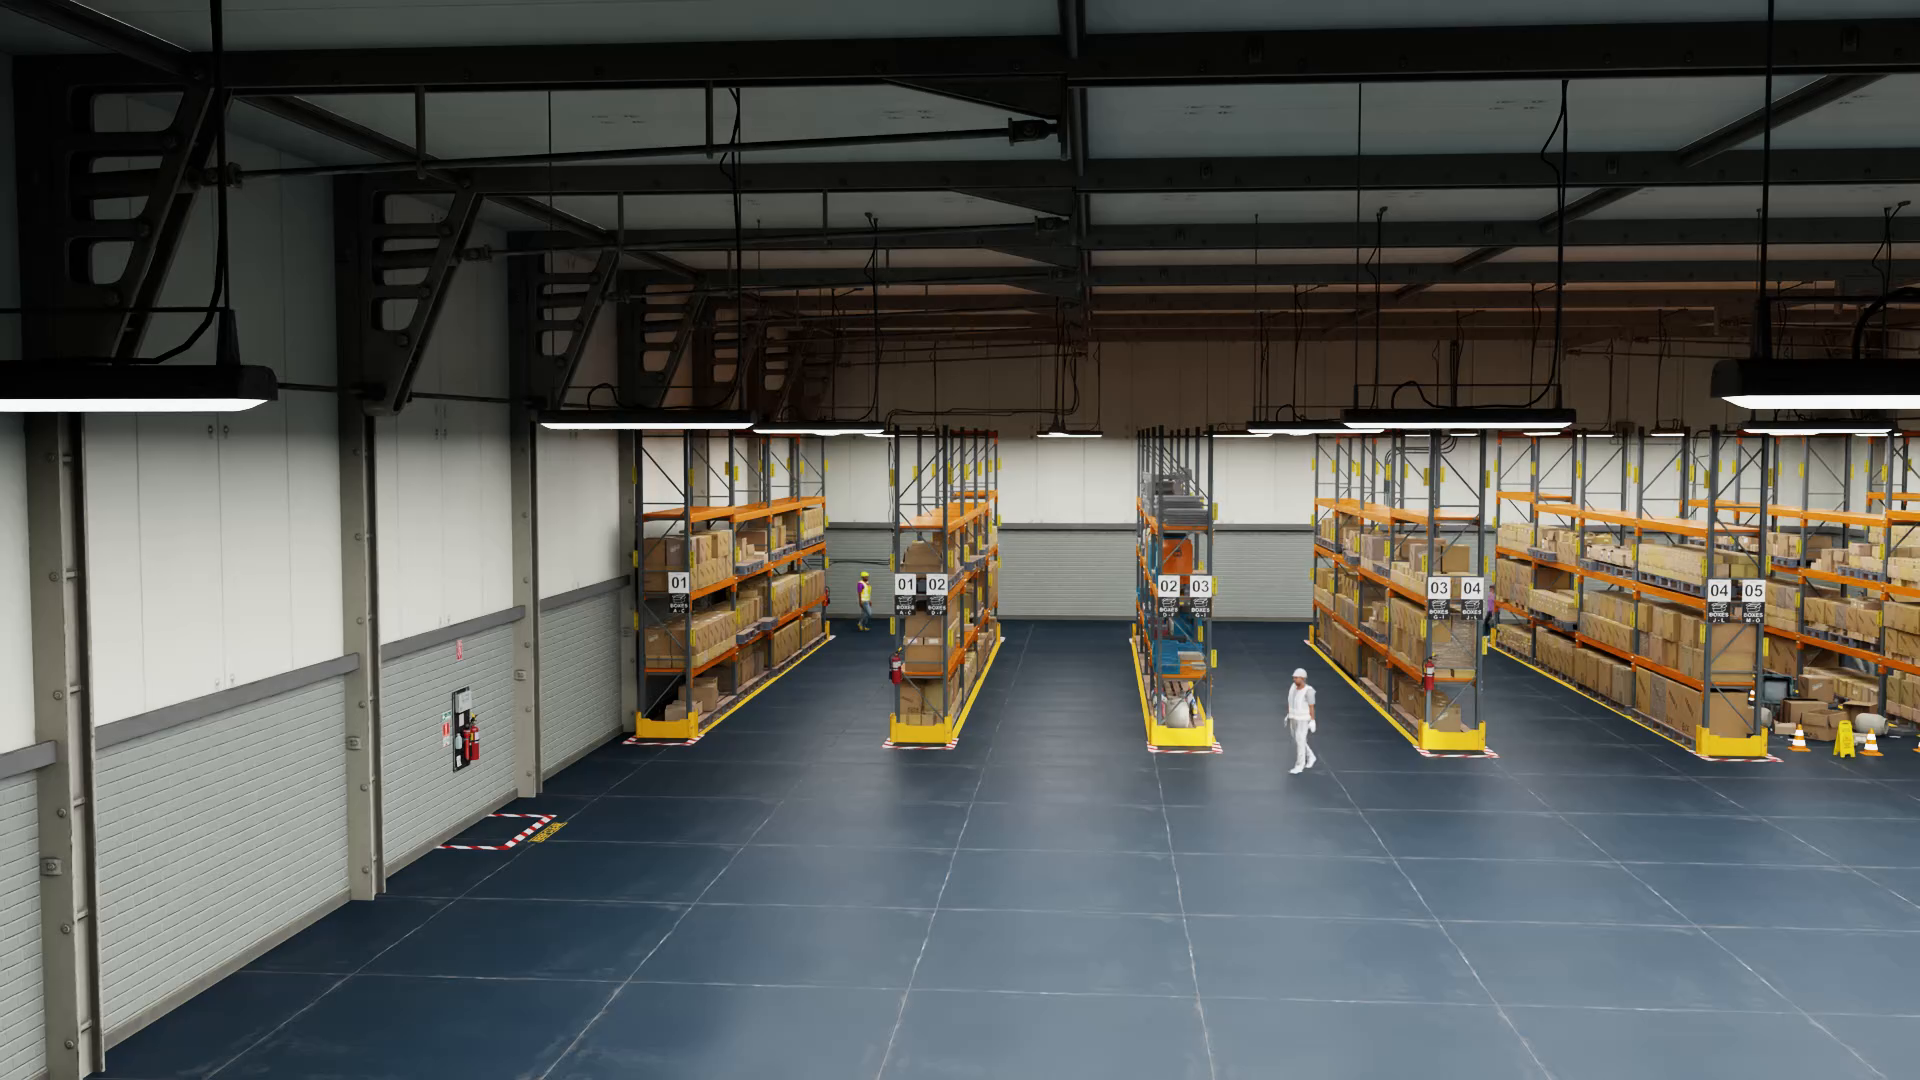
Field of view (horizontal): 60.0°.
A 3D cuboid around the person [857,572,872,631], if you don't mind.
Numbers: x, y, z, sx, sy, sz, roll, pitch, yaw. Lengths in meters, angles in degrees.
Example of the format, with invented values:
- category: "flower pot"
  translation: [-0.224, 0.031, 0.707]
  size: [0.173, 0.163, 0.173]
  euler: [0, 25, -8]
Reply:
- category: "person"
  translation: [-2.837, 1.835, 49.798]
  size: [0.430, 1.766, 0.606]
  euler: [0, 3, 7]

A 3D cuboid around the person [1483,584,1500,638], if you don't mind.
- category: "person"
  translation: [15.237, 2.090, 47.512]
  size: [0.597, 1.647, 0.442]
  euler: [-1, 4, -20]

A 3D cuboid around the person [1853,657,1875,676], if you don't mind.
- category: "person"
  translation: [21.631, 2.515, 39.661]
  size: [0.514, 1.677, 0.451]
  euler: [-1, 4, -13]

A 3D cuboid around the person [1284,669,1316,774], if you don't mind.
- category: "person"
  translation: [5.900, 3.100, 28.715]
  size: [0.747, 1.776, 0.540]
  euler: [-2, 4, -27]
